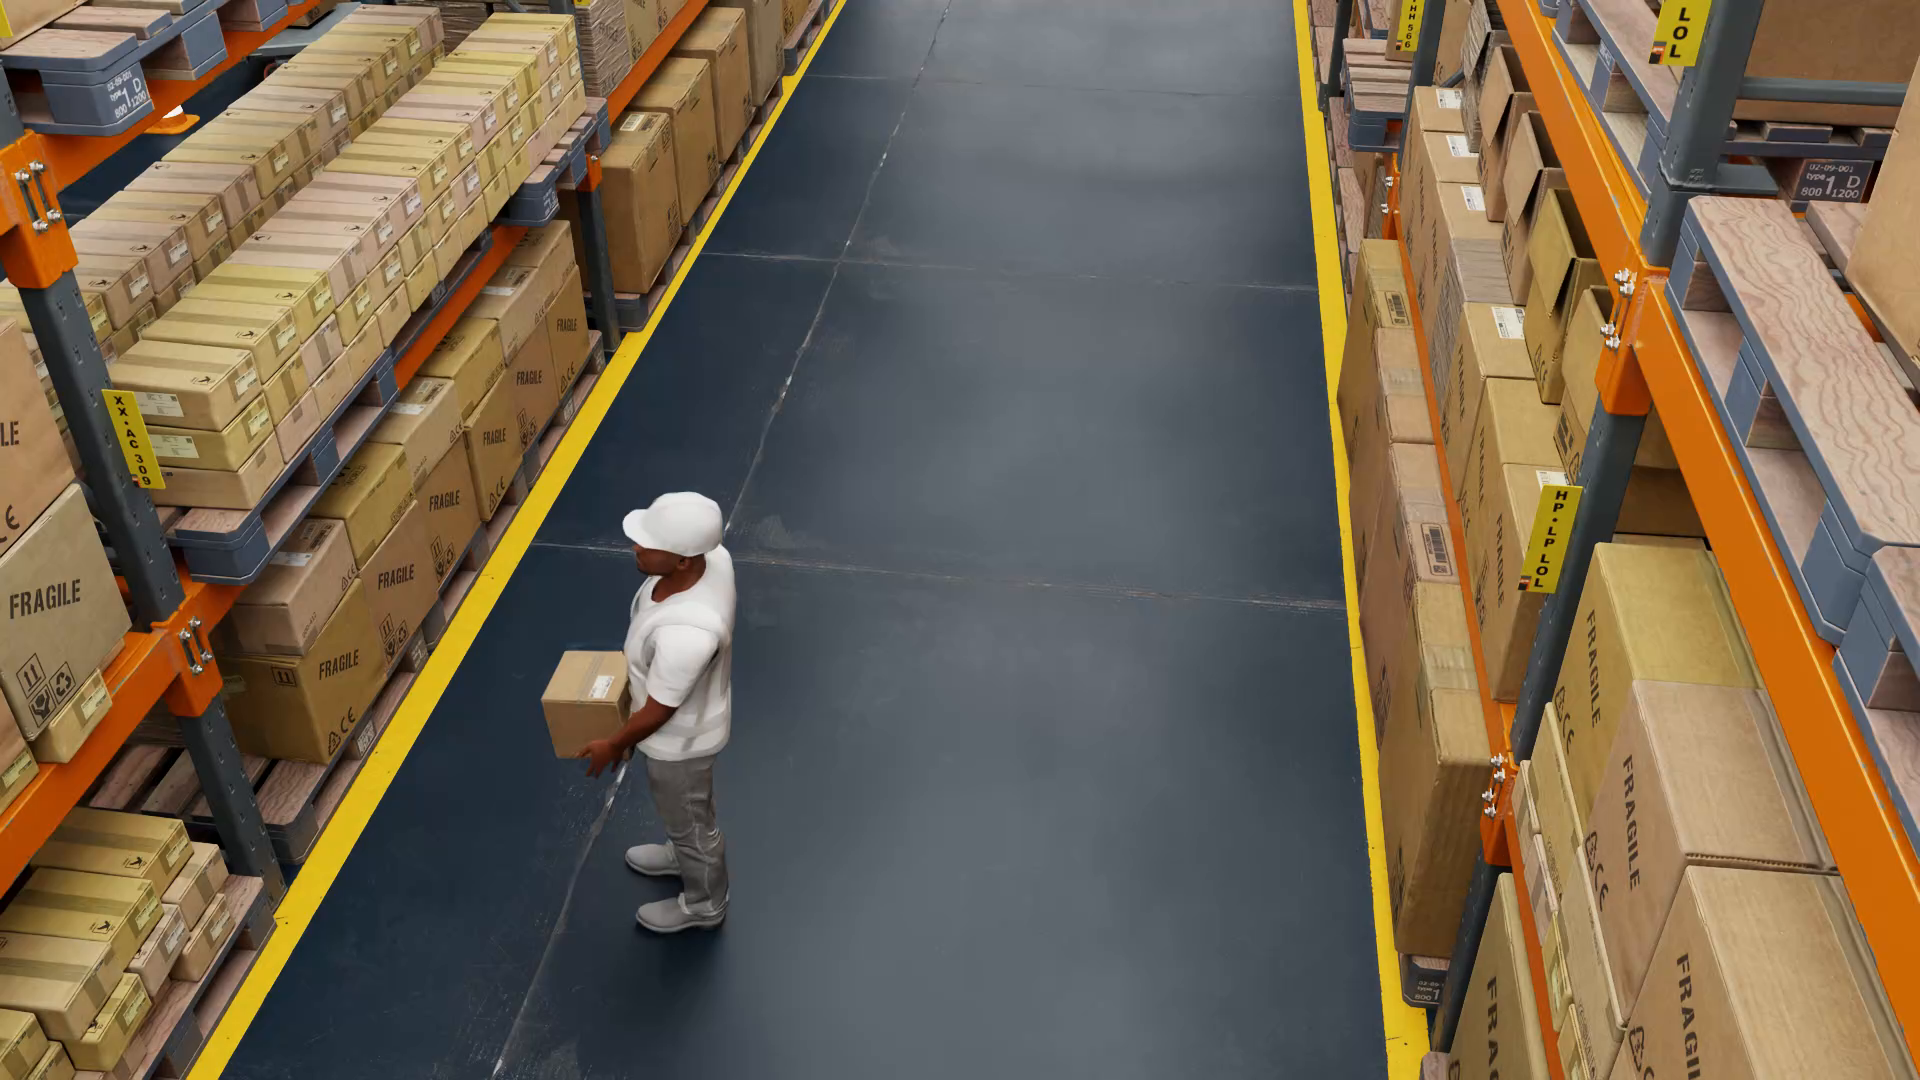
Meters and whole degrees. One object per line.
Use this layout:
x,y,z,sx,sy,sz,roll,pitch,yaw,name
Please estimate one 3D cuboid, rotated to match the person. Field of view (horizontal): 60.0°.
-0.948,0.574,5.326,0.523,1.772,0.574,-3,36,-4,person
